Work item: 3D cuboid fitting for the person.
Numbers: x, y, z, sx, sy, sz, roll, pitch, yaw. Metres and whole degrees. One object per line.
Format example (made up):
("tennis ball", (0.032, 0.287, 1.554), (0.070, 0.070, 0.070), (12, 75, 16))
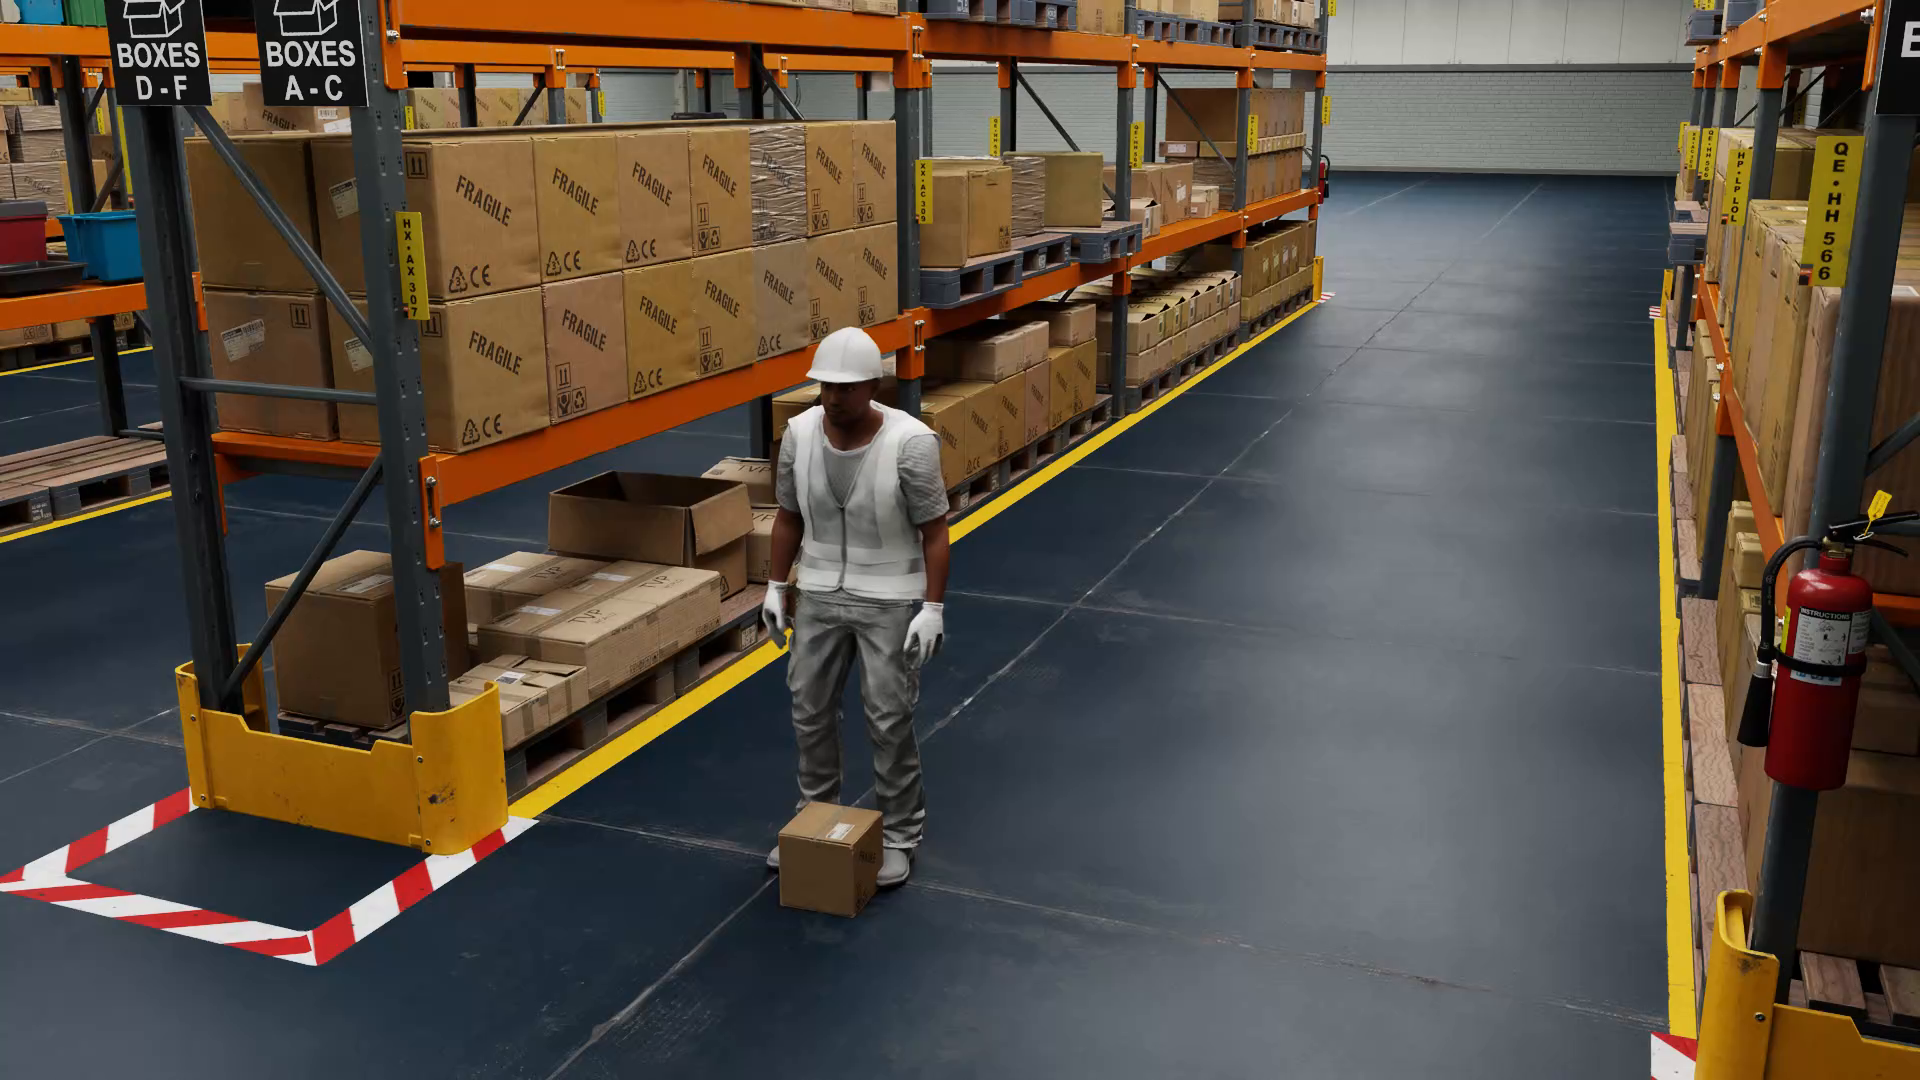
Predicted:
("person", (-0.333, 0.208, 5.238), (0.617, 1.774, 0.448), (6, 16, 21))
